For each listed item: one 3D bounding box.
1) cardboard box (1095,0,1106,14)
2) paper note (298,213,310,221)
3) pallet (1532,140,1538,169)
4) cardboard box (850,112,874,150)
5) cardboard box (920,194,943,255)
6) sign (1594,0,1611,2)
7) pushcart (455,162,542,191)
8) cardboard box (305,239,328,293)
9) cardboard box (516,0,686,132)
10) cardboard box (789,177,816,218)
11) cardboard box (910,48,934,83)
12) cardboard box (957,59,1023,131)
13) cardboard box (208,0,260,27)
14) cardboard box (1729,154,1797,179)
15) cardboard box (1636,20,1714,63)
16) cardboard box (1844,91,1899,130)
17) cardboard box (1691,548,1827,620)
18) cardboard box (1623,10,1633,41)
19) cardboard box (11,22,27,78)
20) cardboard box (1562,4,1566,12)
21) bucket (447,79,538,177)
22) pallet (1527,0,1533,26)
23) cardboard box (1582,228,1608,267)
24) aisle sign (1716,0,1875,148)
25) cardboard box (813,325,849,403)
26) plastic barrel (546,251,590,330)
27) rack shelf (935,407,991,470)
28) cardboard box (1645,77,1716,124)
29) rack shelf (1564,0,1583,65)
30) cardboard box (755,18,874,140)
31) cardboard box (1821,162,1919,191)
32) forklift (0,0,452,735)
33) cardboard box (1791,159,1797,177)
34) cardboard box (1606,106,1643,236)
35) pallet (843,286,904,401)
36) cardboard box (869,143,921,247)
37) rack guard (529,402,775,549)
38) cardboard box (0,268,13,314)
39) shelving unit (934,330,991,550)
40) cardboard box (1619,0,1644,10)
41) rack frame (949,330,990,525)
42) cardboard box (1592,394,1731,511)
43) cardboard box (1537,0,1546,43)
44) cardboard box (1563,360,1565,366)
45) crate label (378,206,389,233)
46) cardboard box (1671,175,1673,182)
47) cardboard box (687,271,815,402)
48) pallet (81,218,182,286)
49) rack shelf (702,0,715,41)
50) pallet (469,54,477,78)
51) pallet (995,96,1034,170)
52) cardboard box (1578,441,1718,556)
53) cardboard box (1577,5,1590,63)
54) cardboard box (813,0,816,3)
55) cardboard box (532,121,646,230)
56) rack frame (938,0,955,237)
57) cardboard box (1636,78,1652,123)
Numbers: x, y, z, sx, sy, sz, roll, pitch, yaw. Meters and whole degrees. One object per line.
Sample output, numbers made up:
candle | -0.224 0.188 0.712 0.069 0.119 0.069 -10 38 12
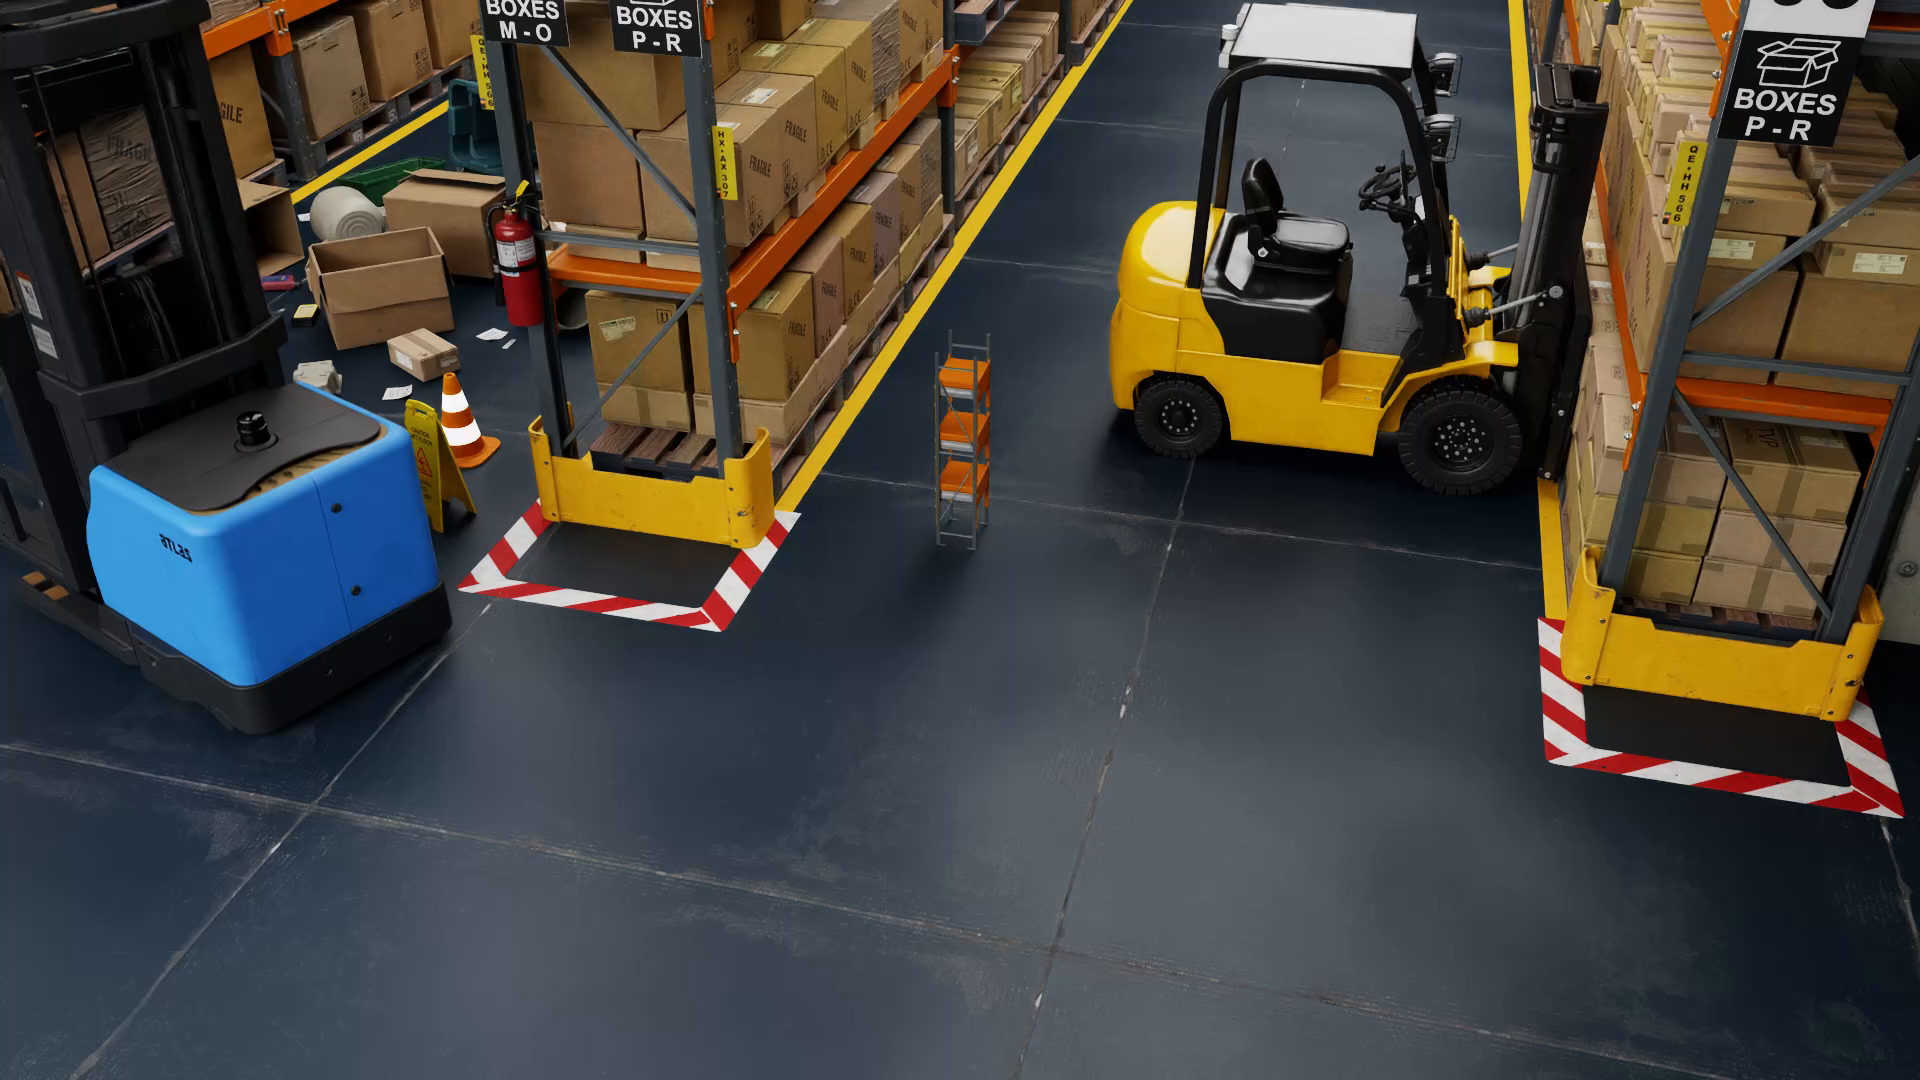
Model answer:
cardboard box | 0.967 -5.585 15.829 0.875 0.875 0.875 8 33 13
paper note | -4.642 -2.316 11.864 0.147 0.020 0.142 -14 35 -21
pallet | 4.725 -2.592 12.130 1.003 0.211 1.213 8 33 12
cardboard box | -0.699 -2.311 9.323 0.380 0.149 0.250 8 33 13
cardboard box | -0.424 -2.093 10.918 0.500 0.250 0.500 10 34 15
sign | 3.741 -3.270 9.592 0.100 0.325 0.005 8 33 12
pushcart | -2.752 -2.598 11.984 1.648 0.377 0.936 -3 33 -4
cardboard box | -4.002 -1.745 10.747 0.396 0.266 0.258 14 35 21
cardboard box | -1.630 -2.228 7.657 0.700 0.500 0.500 7 33 11
cardboard box | -0.957 -1.771 8.474 0.380 0.149 0.250 9 33 13
cardboard box | -0.377 -2.975 10.368 0.380 0.149 0.250 9 33 13
cardboard box | -0.049 -3.495 13.010 0.950 0.372 0.625 9 34 14
cardboard box | -5.429 -3.911 11.467 0.875 0.550 0.550 8 33 12
cardboard box | 3.173 -1.458 6.773 0.380 0.149 0.250 8 33 12
cardboard box | 3.661 -2.523 8.447 0.380 0.149 0.250 8 33 12
cardboard box | 3.979 -1.916 7.493 0.380 0.149 0.250 7 33 11
cardboard box | 3.567 0.085 7.492 0.500 0.250 0.500 8 33 13
cardboard box | 3.869 -2.798 9.157 0.380 0.149 0.250 9 33 14
cardboard box | -5.930 -2.789 9.702 0.875 0.550 0.550 8 33 12
cardboard box | 5.164 -4.508 13.880 0.380 0.149 0.250 6 33 10
bucket | -3.152 -2.917 11.676 0.726 0.611 0.620 20 28 29
pallet | 6.129 -5.293 16.380 1.003 0.211 1.213 8 33 12
cardboard box | 3.587 -1.453 8.978 0.500 0.250 0.500 9 34 14
aisle sign | 2.953 -1.773 5.820 0.394 0.787 0.004 8 33 12
cardboard box | -0.940 -1.006 9.207 0.500 0.250 0.500 9 34 14
plastic barrel | -2.489 -1.535 10.270 0.421 0.421 0.512 -21 38 -29
rack shelf | 0.014 -0.462 8.018 0.215 0.259 0.240 8 33 12
cardboard box | 3.367 -2.002 7.628 0.380 0.149 0.250 9 33 13
rack shelf | 4.776 -3.480 11.599 1.077 0.370 4.000 8 33 12
cardboard box | -0.783 -2.518 9.045 0.500 0.500 0.500 7 33 11
cardboard box | 3.673 -1.386 6.659 0.380 0.149 0.250 9 34 14
forklift | -3.777 -1.064 7.191 3.031 2.935 1.130 22 38 30
cardboard box | 3.789 -1.525 7.155 0.380 0.149 0.250 7 33 11
cardboard box | 3.512 -1.800 8.192 0.500 0.500 0.500 8 33 13
pallet | -0.978 -1.254 10.027 1.003 0.211 1.213 8 33 12
cardboard box | -0.552 -2.145 10.301 0.500 0.500 0.500 9 33 13
rack guard | -1.530 -0.328 8.301 1.175 0.500 0.348 8 33 12
cardboard box | -6.254 -1.607 9.571 0.875 0.875 0.875 8 33 13
shelving unit | 0.014 -0.471 8.012 0.215 1.050 0.252 8 33 12
cardboard box | 3.901 -3.062 9.296 0.380 0.149 0.250 9 33 13
rack frame | 0.045 -0.534 8.112 0.200 1.050 0.008 8 33 12
cardboard box | 3.068 -0.390 7.308 0.500 0.250 0.500 9 34 14
cardboard box | 5.450 -4.723 14.822 0.500 0.500 0.500 9 34 14
cardboard box | 3.448 -0.761 8.823 0.500 0.250 0.500 9 34 14
crate label | -3.967 -2.268 11.690 0.298 0.136 0.250 -14 35 -21
cardboard box | 3.231 -1.467 7.064 0.380 0.149 0.250 9 33 13
cardboard box | -1.071 -1.071 8.611 0.500 0.500 0.500 7 33 11
pallet | -5.924 -1.845 10.956 1.003 0.211 1.213 8 33 12
rack shelf | -1.041 -3.344 8.589 1.077 0.370 4.000 8 33 12
pallet | -4.605 -4.541 15.197 1.003 0.211 1.213 8 33 12
pallet | -0.030 -3.282 13.216 1.003 0.211 1.213 8 33 12
cardboard box | 3.074 -0.193 7.463 0.500 0.250 0.500 8 33 12
cardboard box | 4.265 -3.241 10.692 0.500 0.250 0.500 8 33 12
cardboard box | -1.160 -3.292 9.329 0.700 0.500 0.500 7 33 11
cardboard box | -1.678 -1.831 7.963 0.500 0.500 0.500 7 33 12
rack frame | -0.534 -3.420 10.833 1.000 3.000 0.127 8 33 12
cardboard box | 3.521 -2.132 8.111 0.380 0.149 0.250 7 33 11
